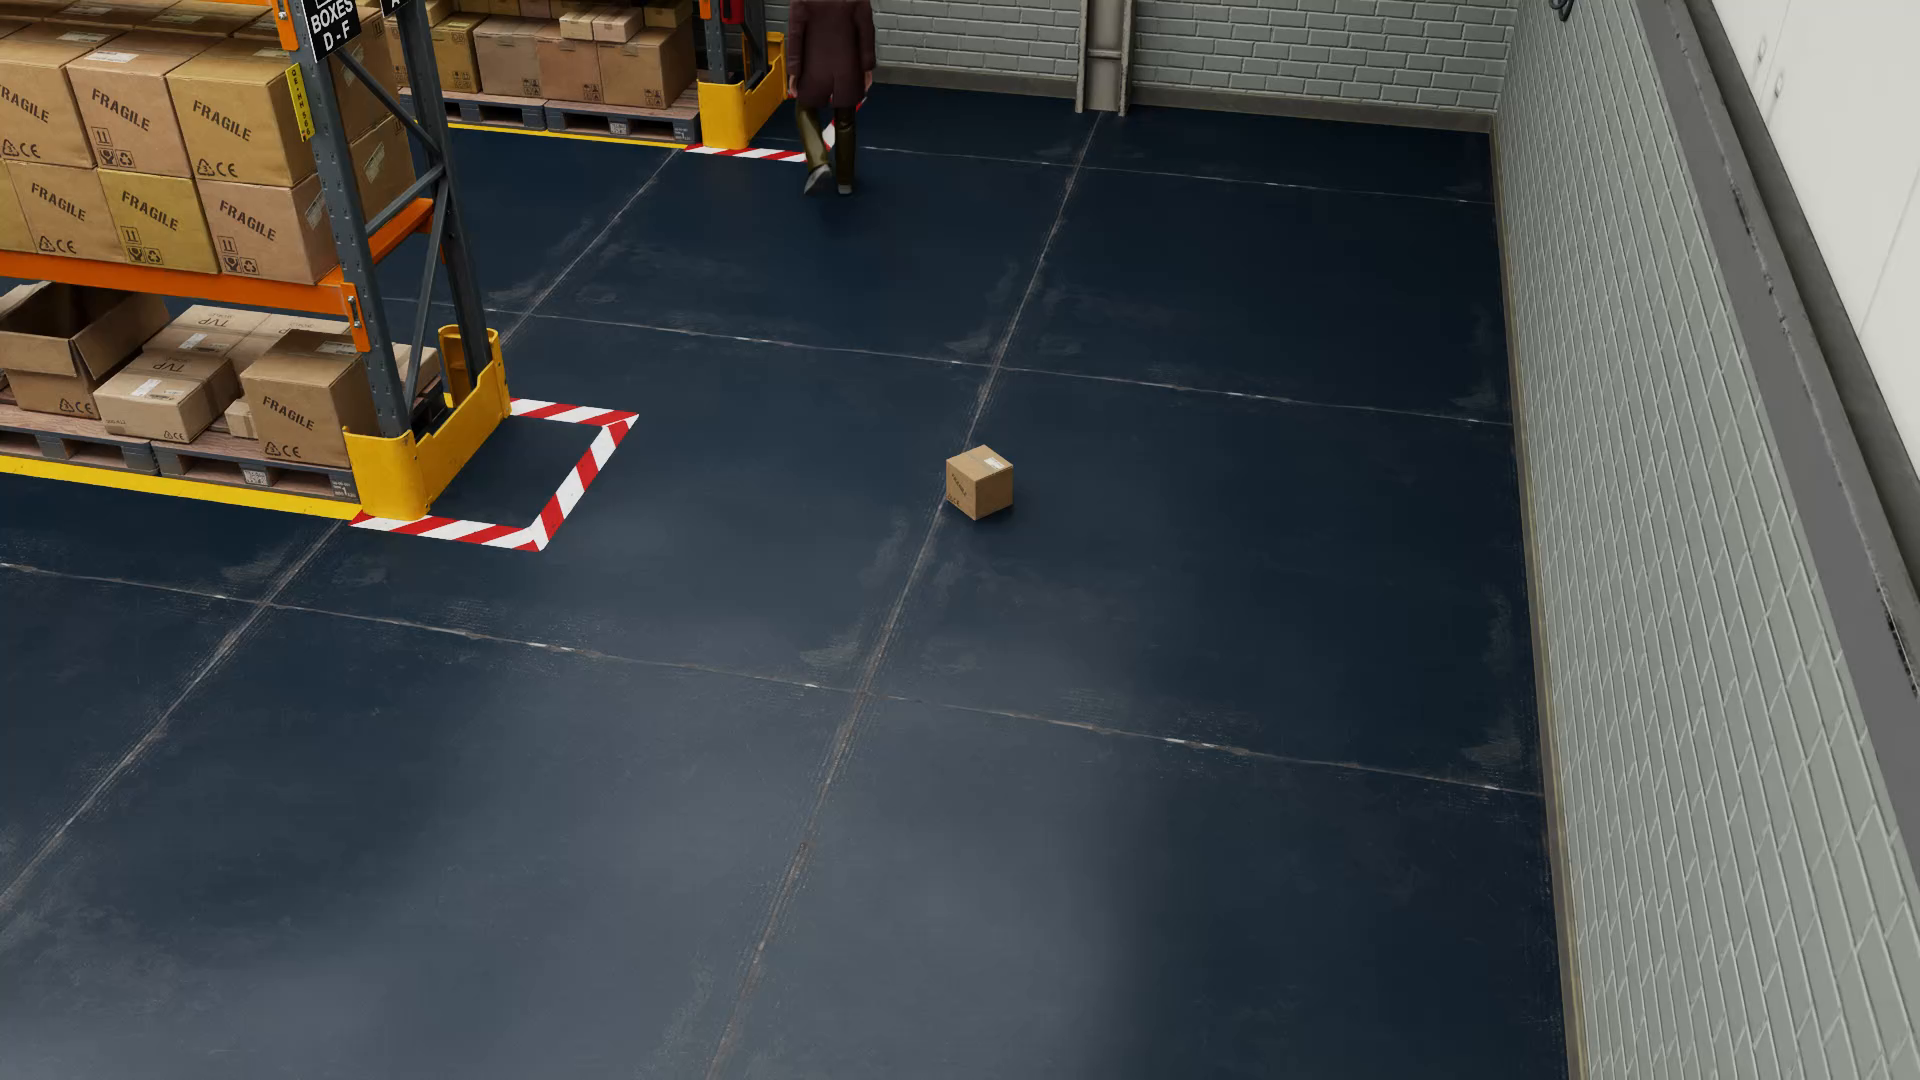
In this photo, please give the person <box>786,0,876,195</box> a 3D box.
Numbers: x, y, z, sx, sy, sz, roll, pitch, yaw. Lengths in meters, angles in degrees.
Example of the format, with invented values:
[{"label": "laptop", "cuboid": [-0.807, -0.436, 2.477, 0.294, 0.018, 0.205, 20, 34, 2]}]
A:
[{"label": "person", "cuboid": [-0.882, -3.213, 11.347, 0.619, 1.775, 0.559, -5, 36, -7]}]
